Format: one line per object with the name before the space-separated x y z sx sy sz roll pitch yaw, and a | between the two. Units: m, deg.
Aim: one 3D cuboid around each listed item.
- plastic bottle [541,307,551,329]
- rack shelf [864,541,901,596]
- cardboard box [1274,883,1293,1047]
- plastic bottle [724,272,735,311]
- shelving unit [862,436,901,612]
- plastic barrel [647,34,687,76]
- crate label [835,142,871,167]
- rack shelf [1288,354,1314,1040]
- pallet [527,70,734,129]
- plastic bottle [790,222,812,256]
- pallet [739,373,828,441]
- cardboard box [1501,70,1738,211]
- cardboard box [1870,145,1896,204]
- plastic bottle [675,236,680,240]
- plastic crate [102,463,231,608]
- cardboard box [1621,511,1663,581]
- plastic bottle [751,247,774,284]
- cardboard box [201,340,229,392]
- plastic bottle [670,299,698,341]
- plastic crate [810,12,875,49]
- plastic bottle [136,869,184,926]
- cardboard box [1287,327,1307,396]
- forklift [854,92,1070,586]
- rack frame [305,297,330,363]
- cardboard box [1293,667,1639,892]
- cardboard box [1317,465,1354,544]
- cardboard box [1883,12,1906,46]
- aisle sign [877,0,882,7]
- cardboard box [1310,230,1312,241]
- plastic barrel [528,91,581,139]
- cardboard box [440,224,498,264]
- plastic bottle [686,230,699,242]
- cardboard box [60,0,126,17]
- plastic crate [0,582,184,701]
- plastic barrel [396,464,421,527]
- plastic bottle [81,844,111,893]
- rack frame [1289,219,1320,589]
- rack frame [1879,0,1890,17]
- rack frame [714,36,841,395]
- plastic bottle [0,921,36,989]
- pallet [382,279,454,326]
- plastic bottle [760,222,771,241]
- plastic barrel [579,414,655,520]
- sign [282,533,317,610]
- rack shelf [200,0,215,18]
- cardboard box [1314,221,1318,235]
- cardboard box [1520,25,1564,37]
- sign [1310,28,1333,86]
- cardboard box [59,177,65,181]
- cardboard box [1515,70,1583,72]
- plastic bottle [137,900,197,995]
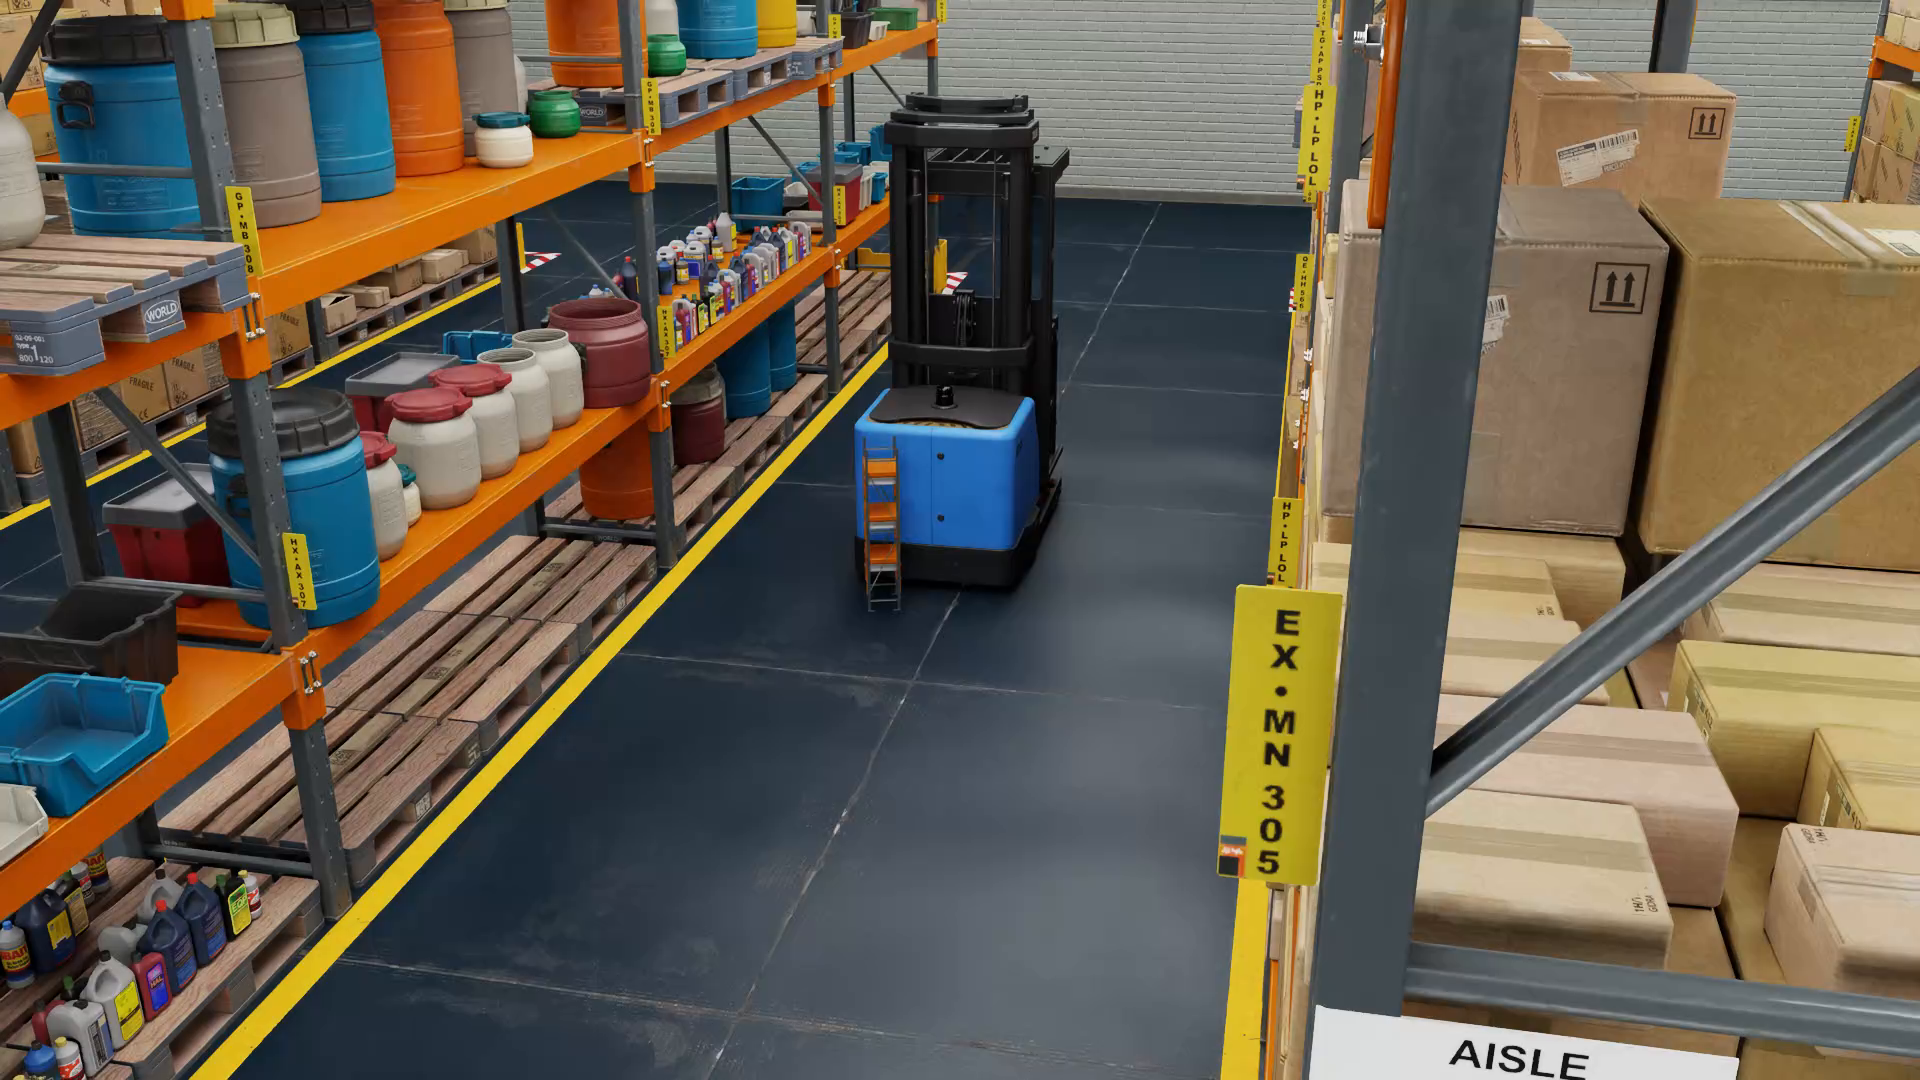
plastic bottle | -2.698 -1.380 10.921 0.061 0.283 0.133 4 22 11
rack shelf | -0.479 0.173 10.290 0.215 0.259 0.240 -2 22 -5
cardboard box | 0.925 0.816 3.443 0.500 0.500 0.500 4 22 11
plastic bottle | -1.672 -1.790 11.956 0.097 0.271 0.097 0 22 0
shelving unit | -0.479 -0.094 10.182 0.215 1.050 0.252 -2 22 -5
plastic barrel | -1.922 -3.138 10.760 0.294 0.245 0.294 0 22 0
crate label | -1.103 -4.064 17.574 0.416 0.233 0.303 4 22 11
rack shelf | 1.262 0.261 3.639 1.077 0.370 4.000 4 22 11
pallet | -2.111 -2.830 10.602 1.003 0.211 1.213 4 22 11
plastic bottle | -1.311 -2.490 13.687 0.152 0.276 0.135 4 22 11
pallet | -1.745 -1.144 13.911 1.003 0.211 1.213 4 22 11
cardboard box | 1.827 -1.037 4.696 0.500 0.500 0.500 4 22 9
cardboard box | 8.507 -3.230 14.827 0.500 0.500 0.500 5 22 11
plastic bottle | -2.220 -2.236 13.046 0.061 0.283 0.133 4 22 11
plastic crate | -3.380 -0.021 7.304 0.402 0.464 0.583 4 22 11
cardboard box | 1.435 -0.013 3.023 0.380 0.149 0.250 3 22 8
plastic bottle | -1.516 -2.123 12.776 0.152 0.276 0.135 4 22 11
cardboard box | -6.427 -1.574 14.004 0.500 0.500 0.500 5 22 12
plastic bottle | -1.864 -1.499 11.226 0.152 0.276 0.135 4 22 11
plastic crate | -1.025 -4.481 14.623 0.497 0.269 0.590 4 22 11
plastic bottle | -3.170 1.480 6.619 0.144 0.351 0.185 4 22 11
cardboard box | 3.010 -0.986 12.068 1.225 0.875 0.875 4 22 9
forklift | 0.127 -1.590 11.378 1.130 2.935 3.031 4 22 11
rack frame | -6.395 -3.095 15.024 1.000 3.000 0.127 4 22 11
cardboard box | 0.802 0.349 2.656 0.500 0.250 0.500 5 22 11
cardboard box | 0.877 -0.058 3.133 0.380 0.149 0.250 3 22 8
cardboard box | 8.611 -4.564 14.856 0.500 0.250 0.500 5 23 13
aisle sign | -1.007 -5.434 17.352 0.394 0.787 0.004 4 22 11
cardboard box | 3.148 -2.547 13.999 0.380 0.149 0.250 4 22 10
plastic barrel | -2.363 -2.479 9.686 0.294 0.245 0.294 0 22 0
cardboard box | -5.449 -3.385 18.501 0.500 0.500 0.500 4 22 11
plastic bottle | -2.139 -2.342 13.327 0.097 0.271 0.097 0 22 0
cardboard box | -6.839 -4.108 12.693 0.600 0.600 0.600 4 22 9
plastic crate | -3.410 0.420 6.379 0.767 0.338 0.504 4 22 11
plastic barrel | -2.759 -0.199 8.017 0.301 0.262 0.301 0 22 0
plastic bottle | -3.673 1.354 7.040 0.097 0.271 0.097 0 22 0
rack frame | 2.486 -0.876 9.514 1.000 3.000 0.127 4 22 11
rack frame | 8.953 -6.170 14.627 1.000 3.000 0.127 4 22 11
rack frame | -1.547 -2.716 14.083 1.000 3.000 0.127 4 22 11
plastic bottle | -3.661 1.597 6.437 0.097 0.271 0.097 0 22 0
pallet | -6.007 -2.500 17.280 1.003 0.211 1.213 4 22 11
plastic bottle | -1.555 -2.343 13.223 0.144 0.351 0.185 4 22 11
plastic barrel | -2.280 -0.622 11.225 0.600 0.830 0.708 4 22 11
sign | -2.643 0.127 6.653 0.100 0.325 0.005 4 22 11
rack shelf | -2.771 -2.786 7.723 1.077 0.370 4.000 4 22 11
cardboard box | 2.862 -2.052 12.300 0.500 0.500 0.500 4 22 11
cardboard box | 2.539 -2.164 7.893 0.500 0.500 0.500 4 22 11
sign | 1.944 -2.589 8.954 0.100 0.325 0.005 4 22 11
cardboard box | -6.695 -2.686 13.311 0.700 0.500 0.500 -1 22 -3
cardboard box | 2.054 -1.556 6.487 0.797 0.503 0.637 5 23 13
plastic bottle | -3.068 1.562 6.418 0.144 0.351 0.185 3 22 8
